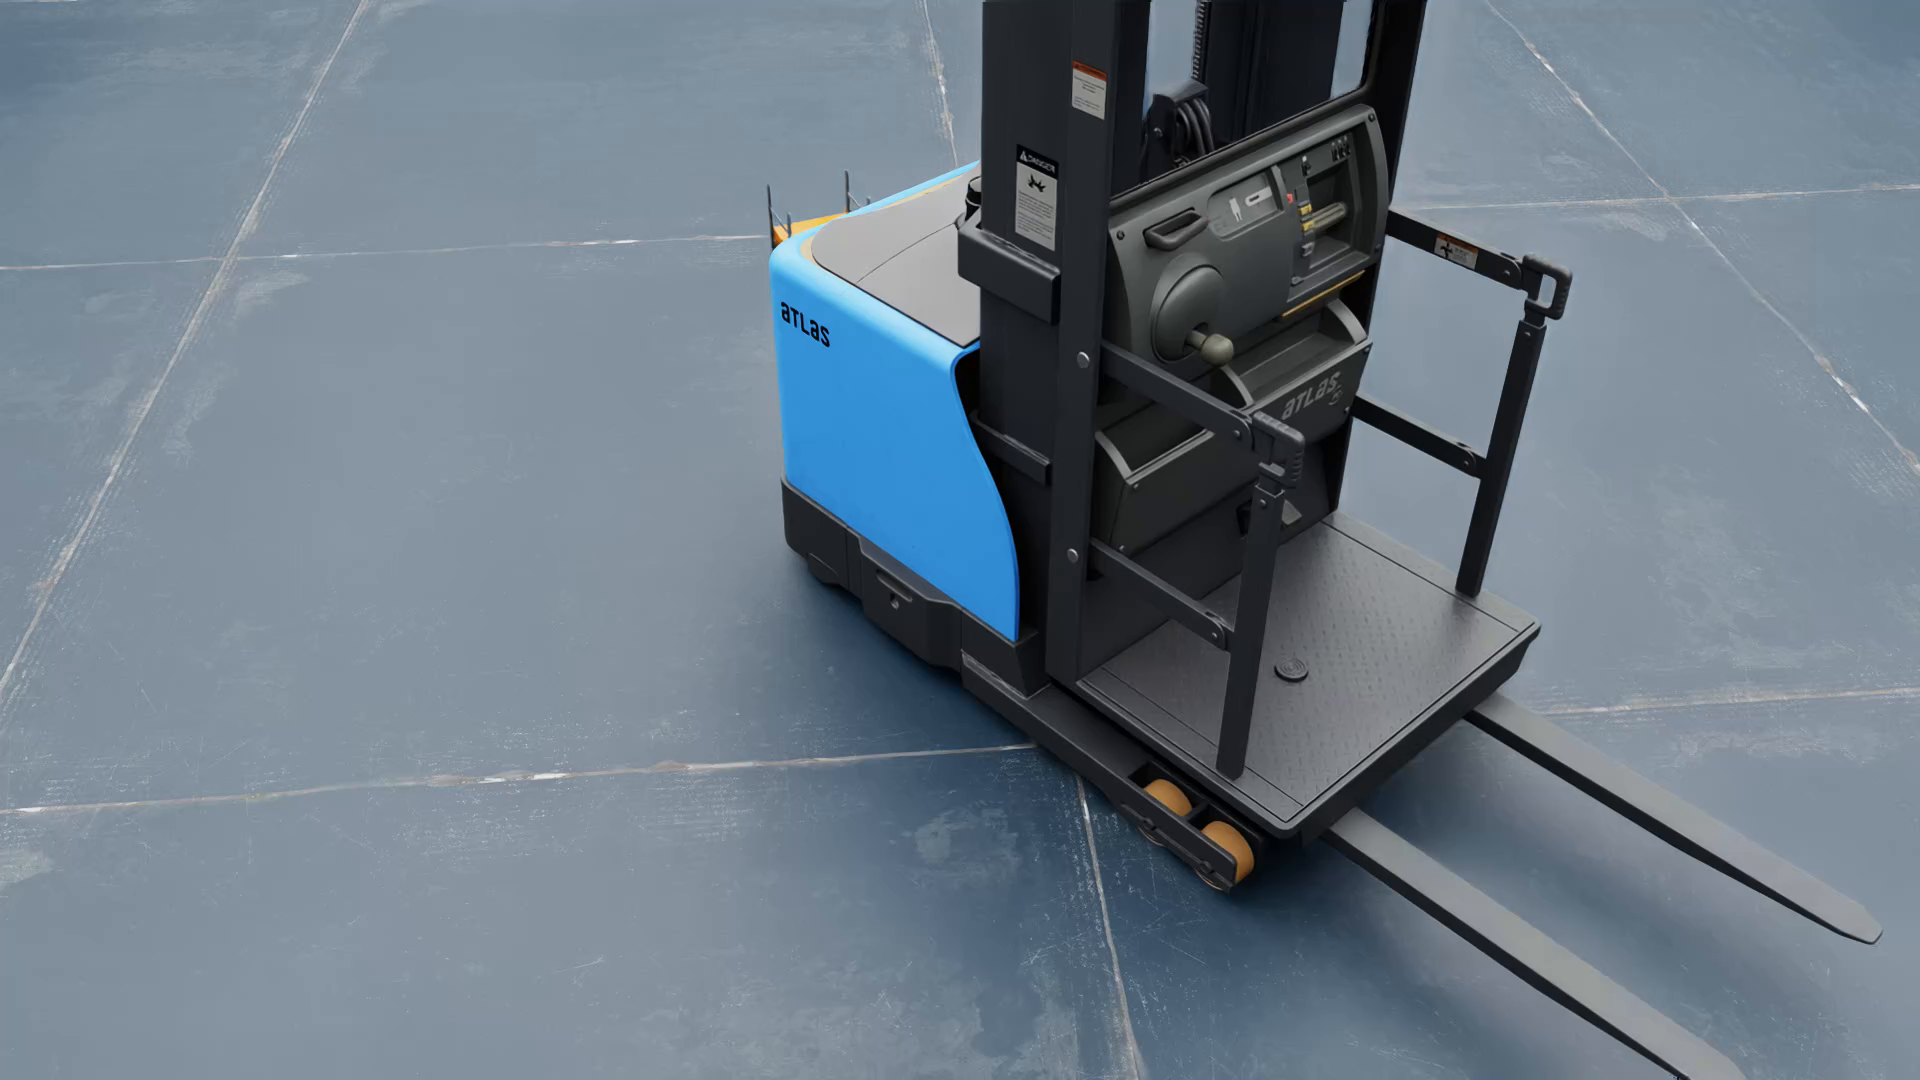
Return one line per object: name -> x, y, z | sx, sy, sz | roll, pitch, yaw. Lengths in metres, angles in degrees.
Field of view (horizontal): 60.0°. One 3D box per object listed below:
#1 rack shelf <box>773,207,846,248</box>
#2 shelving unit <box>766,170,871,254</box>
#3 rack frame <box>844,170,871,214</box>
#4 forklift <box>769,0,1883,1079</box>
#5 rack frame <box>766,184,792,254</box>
rack shelf -> -0.414, -0.818, 4.998 | 0.240, 0.259, 0.215 | -15, 41, -18
shelving unit -> -0.414, -0.604, 5.167 | 0.252, 1.050, 0.215 | -15, 41, -18
rack frame -> -0.302, -0.634, 5.206 | 0.008, 1.050, 0.200 | -15, 41, -18
forklift -> 0.826, -0.642, 3.698 | 1.130, 2.935, 3.031 | -30, 47, -32
rack frame -> -0.526, -0.573, 5.129 | 0.008, 1.050, 0.200 | -15, 41, -18
